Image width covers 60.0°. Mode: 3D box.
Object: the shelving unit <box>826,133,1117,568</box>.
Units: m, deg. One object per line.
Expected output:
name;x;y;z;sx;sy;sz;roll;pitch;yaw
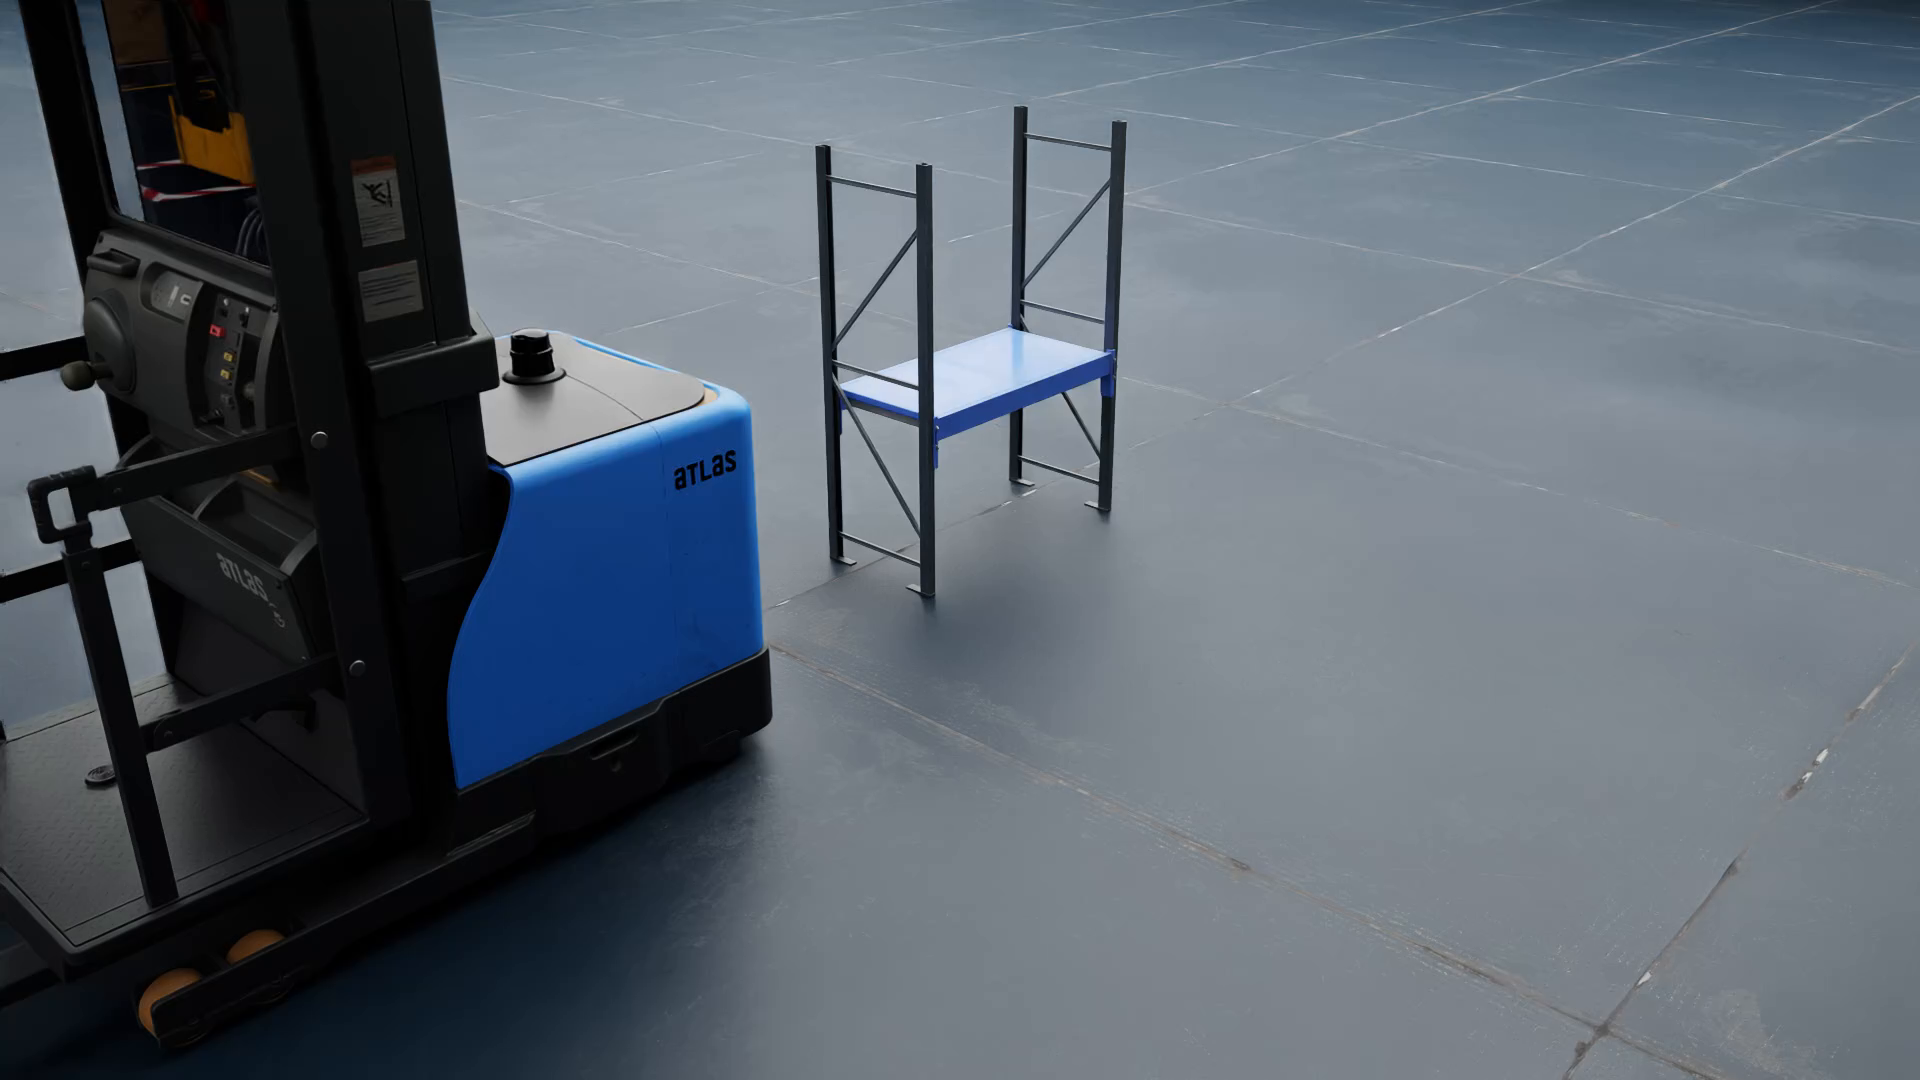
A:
shelving unit;0.057;-0.710;6.001;0.538;1.308;1.030;20;31;38

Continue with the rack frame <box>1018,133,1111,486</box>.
rack frame;0.395;-0.866;6.348;0.475;1.308;0.013;20;31;38

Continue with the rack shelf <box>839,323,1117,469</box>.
rack shelf;0.057;-0.546;6.075;0.538;0.185;1.000;20;31;38

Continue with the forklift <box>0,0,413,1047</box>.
forklift;-1.924;-0.442;3.654;1.121;2.935;3.031;21;31;38

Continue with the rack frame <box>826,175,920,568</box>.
rack frame;-0.284;-0.556;5.657;0.475;1.308;0.013;20;31;38
